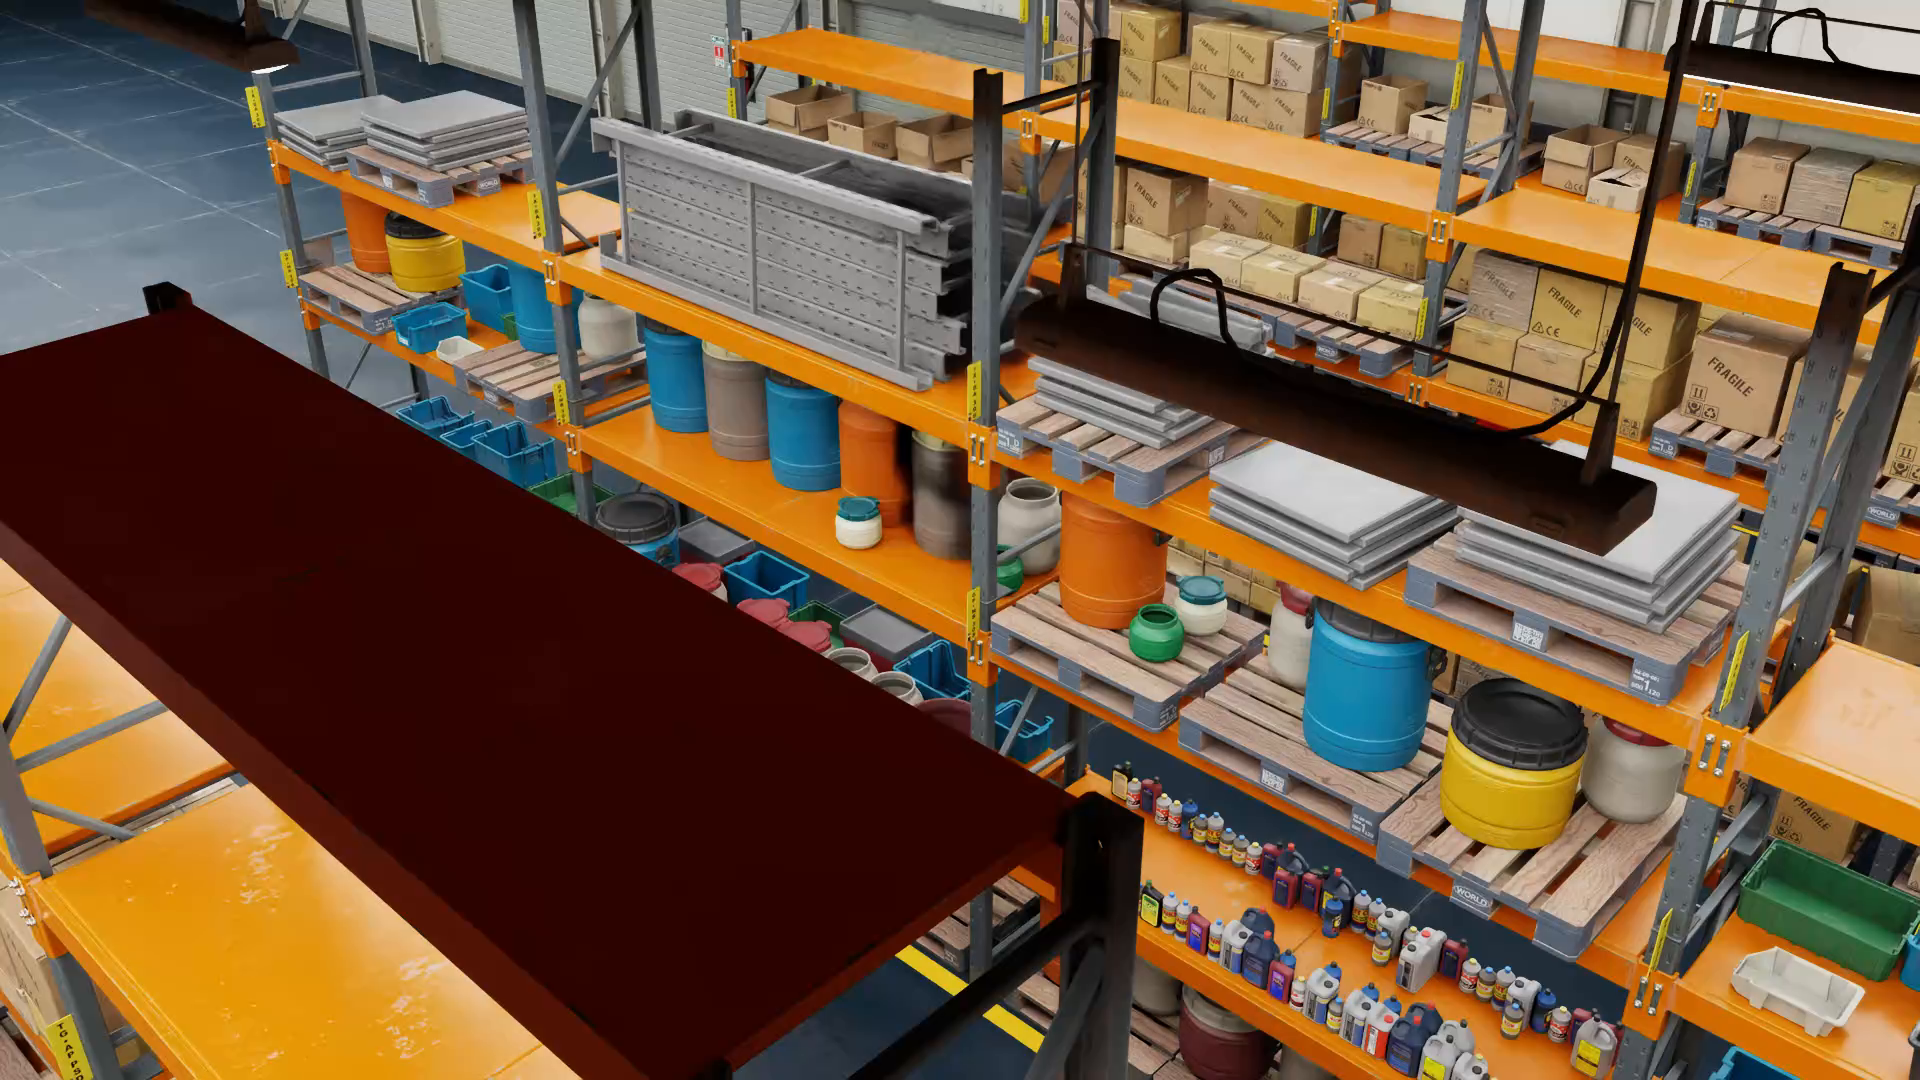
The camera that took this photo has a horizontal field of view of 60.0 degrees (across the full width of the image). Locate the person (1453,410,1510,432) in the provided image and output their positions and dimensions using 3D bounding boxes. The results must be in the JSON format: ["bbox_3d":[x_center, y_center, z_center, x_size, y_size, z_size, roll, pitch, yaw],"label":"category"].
[{"bbox_3d":[5.033,-0.769,15.883,0.792,1.803,0.629,21,36,33],"label":"person"}]
